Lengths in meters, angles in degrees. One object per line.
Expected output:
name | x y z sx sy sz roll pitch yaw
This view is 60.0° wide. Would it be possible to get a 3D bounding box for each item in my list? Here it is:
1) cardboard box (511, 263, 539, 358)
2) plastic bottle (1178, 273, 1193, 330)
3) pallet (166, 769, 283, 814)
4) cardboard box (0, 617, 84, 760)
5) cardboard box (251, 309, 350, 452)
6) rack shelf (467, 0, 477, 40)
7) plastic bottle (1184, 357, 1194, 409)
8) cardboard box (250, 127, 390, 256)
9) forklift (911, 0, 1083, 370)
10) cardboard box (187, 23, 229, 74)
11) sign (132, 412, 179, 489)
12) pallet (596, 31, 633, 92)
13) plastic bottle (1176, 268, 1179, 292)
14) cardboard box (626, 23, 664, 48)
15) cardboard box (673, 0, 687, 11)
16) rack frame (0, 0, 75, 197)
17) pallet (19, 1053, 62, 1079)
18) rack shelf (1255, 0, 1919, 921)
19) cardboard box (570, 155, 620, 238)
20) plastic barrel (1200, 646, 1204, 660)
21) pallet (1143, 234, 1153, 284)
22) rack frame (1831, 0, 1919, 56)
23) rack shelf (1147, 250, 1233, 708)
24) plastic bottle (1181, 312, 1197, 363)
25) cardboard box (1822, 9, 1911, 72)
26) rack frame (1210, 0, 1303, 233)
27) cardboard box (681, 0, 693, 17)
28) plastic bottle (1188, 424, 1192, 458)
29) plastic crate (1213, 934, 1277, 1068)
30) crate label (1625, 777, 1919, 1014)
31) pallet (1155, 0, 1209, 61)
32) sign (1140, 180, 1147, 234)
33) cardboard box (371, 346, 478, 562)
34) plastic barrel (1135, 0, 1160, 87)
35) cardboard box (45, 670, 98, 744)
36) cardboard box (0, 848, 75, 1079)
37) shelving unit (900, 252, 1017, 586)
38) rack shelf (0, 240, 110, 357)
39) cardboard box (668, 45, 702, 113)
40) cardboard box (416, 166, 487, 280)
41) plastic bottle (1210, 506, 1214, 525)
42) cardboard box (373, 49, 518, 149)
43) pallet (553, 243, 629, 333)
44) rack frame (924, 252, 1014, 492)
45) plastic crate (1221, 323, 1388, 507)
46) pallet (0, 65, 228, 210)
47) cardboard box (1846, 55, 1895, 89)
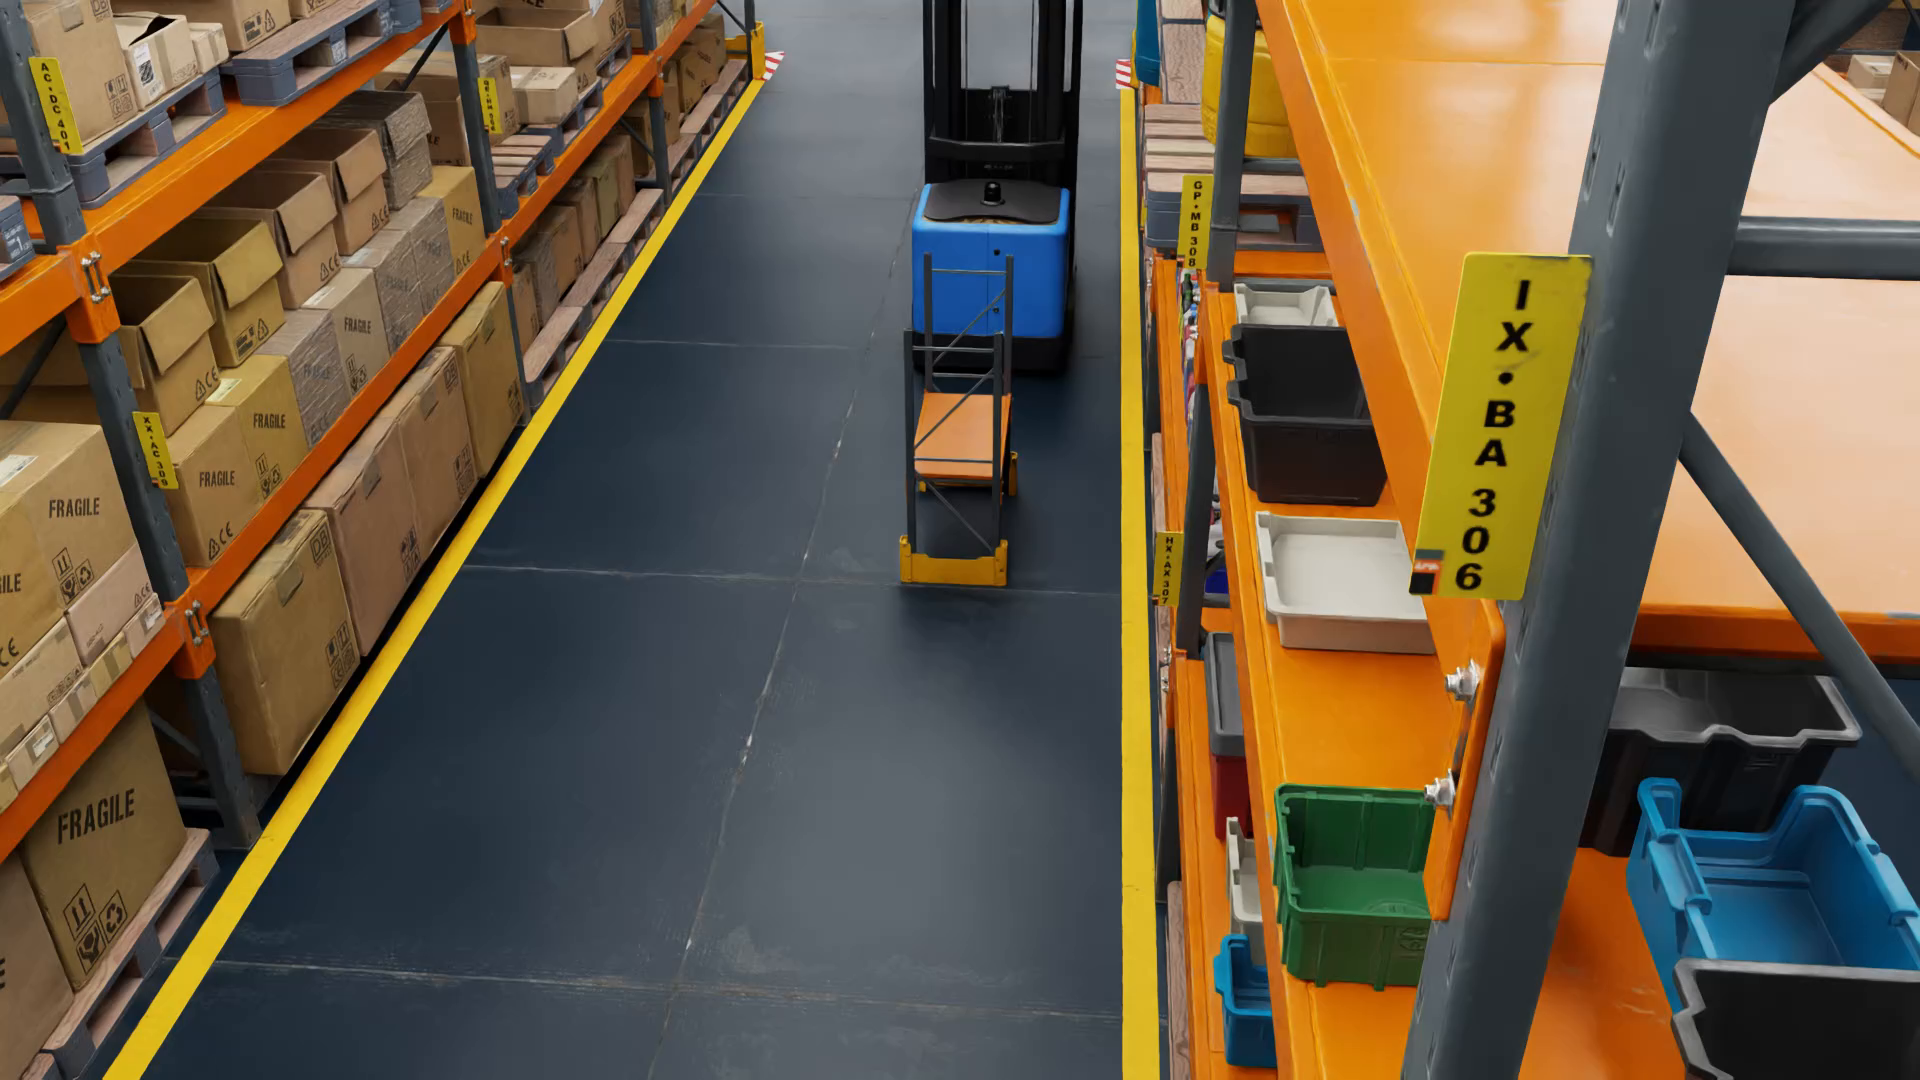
cardboard box | -3.249 -1.525 11.110 0.700 0.500 0.500 1 32 1
plastic bottle | 1.201 -1.267 8.839 0.061 0.283 0.133 2 32 4
pallet | -3.622 0.821 7.997 1.003 0.211 1.213 2 32 4
cardboard box | -3.424 0.491 5.735 0.500 0.250 0.500 3 32 5
cardboard box | -3.242 -0.756 7.803 0.500 0.500 0.500 2 32 3
rack shelf | -3.121 -4.068 11.098 1.077 0.370 4.000 2 32 4
plastic bottle | 1.165 -0.797 8.012 0.144 0.351 0.185 2 32 4
cardboard box | -3.415 -1.798 8.538 0.797 0.503 0.637 3 32 5
forklift | 0.313 -3.145 11.841 1.130 2.935 3.031 3 32 4
cardboard box | -3.339 -2.080 7.027 0.380 0.149 0.250 1 32 2
sign | -3.056 -0.339 6.320 0.100 0.325 0.005 2 32 4
pallet | -3.166 -3.668 12.805 1.003 0.211 1.213 2 32 4
plastic bottle | 1.258 -1.513 9.249 0.097 0.271 0.097 0 32 0
cardboard box | -2.641 -4.135 13.621 0.380 0.149 0.250 2 32 4
cardboard box | -2.784 -4.804 14.088 0.875 0.500 0.500 2 32 4
rack frame | -3.610 -2.513 5.031 1.000 3.000 0.127 2 32 4
pallet | -3.846 2.262 5.659 1.003 0.211 1.213 2 32 4
rack shelf | 1.164 -0.780 3.285 1.077 0.370 4.000 2 32 4
cardboard box | -3.087 -2.697 13.011 0.700 0.500 0.500 2 32 4
plastic barrel | 1.446 0.313 7.764 0.600 0.901 0.708 2 32 4
pallet | 1.953 -2.332 13.113 1.003 0.211 1.213 2 32 4
rack frame | 6.915 -3.718 12.704 1.000 3.000 0.127 2 32 4
rack shelf | 1.490 -0.487 8.148 1.077 0.370 4.000 2 32 4
plastic bottle | 1.183 -1.030 8.464 0.097 0.271 0.097 0 32 0
cardboard box | 6.945 -3.992 13.054 0.700 0.500 0.500 2 32 3
rack frame | 1.327 -2.302 4.688 1.000 3.000 0.127 2 32 4
cardboard box | -2.543 -4.657 14.468 0.380 0.149 0.250 2 32 4
plastic bottle | 1.101 -0.470 7.623 0.097 0.201 0.097 0 32 0
plastic crate | 0.913 1.305 4.657 0.416 0.233 0.300 2 32 4
crate label | 1.398 0.661 2.881 0.408 0.251 0.502 2 32 4
pallet | 1.493 -2.640 8.276 1.003 0.211 1.213 2 32 4
sign | 1.104 -1.929 9.645 0.100 0.325 0.005 2 32 4
cardboard box | -3.441 -0.500 9.107 1.225 0.875 0.875 3 32 4
plastic barrel | 1.645 -3.955 12.612 0.600 0.901 0.708 2 32 4
cardboard box | -3.350 0.590 5.954 0.380 0.149 0.250 2 32 3
cardboard box | -3.816 1.579 5.735 0.875 0.875 0.875 2 32 4
shelving unit | 0.006 -0.678 9.201 0.587 1.500 1.083 2 32 4
rack shelf | -3.772 0.116 4.310 1.077 0.370 4.000 2 32 4
cardboard box | -2.785 -4.382 15.765 0.500 0.500 0.500 5 32 9
cardboard box | -3.077 -1.825 9.537 0.500 0.500 0.500 3 32 5
plastic bottle | 1.010 -0.041 6.849 0.061 0.283 0.133 2 32 4
cardboard box | -3.334 -2.853 10.805 0.700 0.500 0.500 7 32 11
pallet | -3.117 -1.909 12.426 1.003 0.211 1.213 2 32 4
rack frame | 0.048 -0.949 9.641 0.500 1.500 0.032 2 32 4
plastic crate | 0.952 -0.331 4.474 0.497 0.269 0.590 2 32 4
pallet | -3.584 -1.636 6.650 0.805 0.209 1.217 1 32 2
cardboard box | 6.918 -3.394 12.322 0.500 0.250 0.500 4 32 7
